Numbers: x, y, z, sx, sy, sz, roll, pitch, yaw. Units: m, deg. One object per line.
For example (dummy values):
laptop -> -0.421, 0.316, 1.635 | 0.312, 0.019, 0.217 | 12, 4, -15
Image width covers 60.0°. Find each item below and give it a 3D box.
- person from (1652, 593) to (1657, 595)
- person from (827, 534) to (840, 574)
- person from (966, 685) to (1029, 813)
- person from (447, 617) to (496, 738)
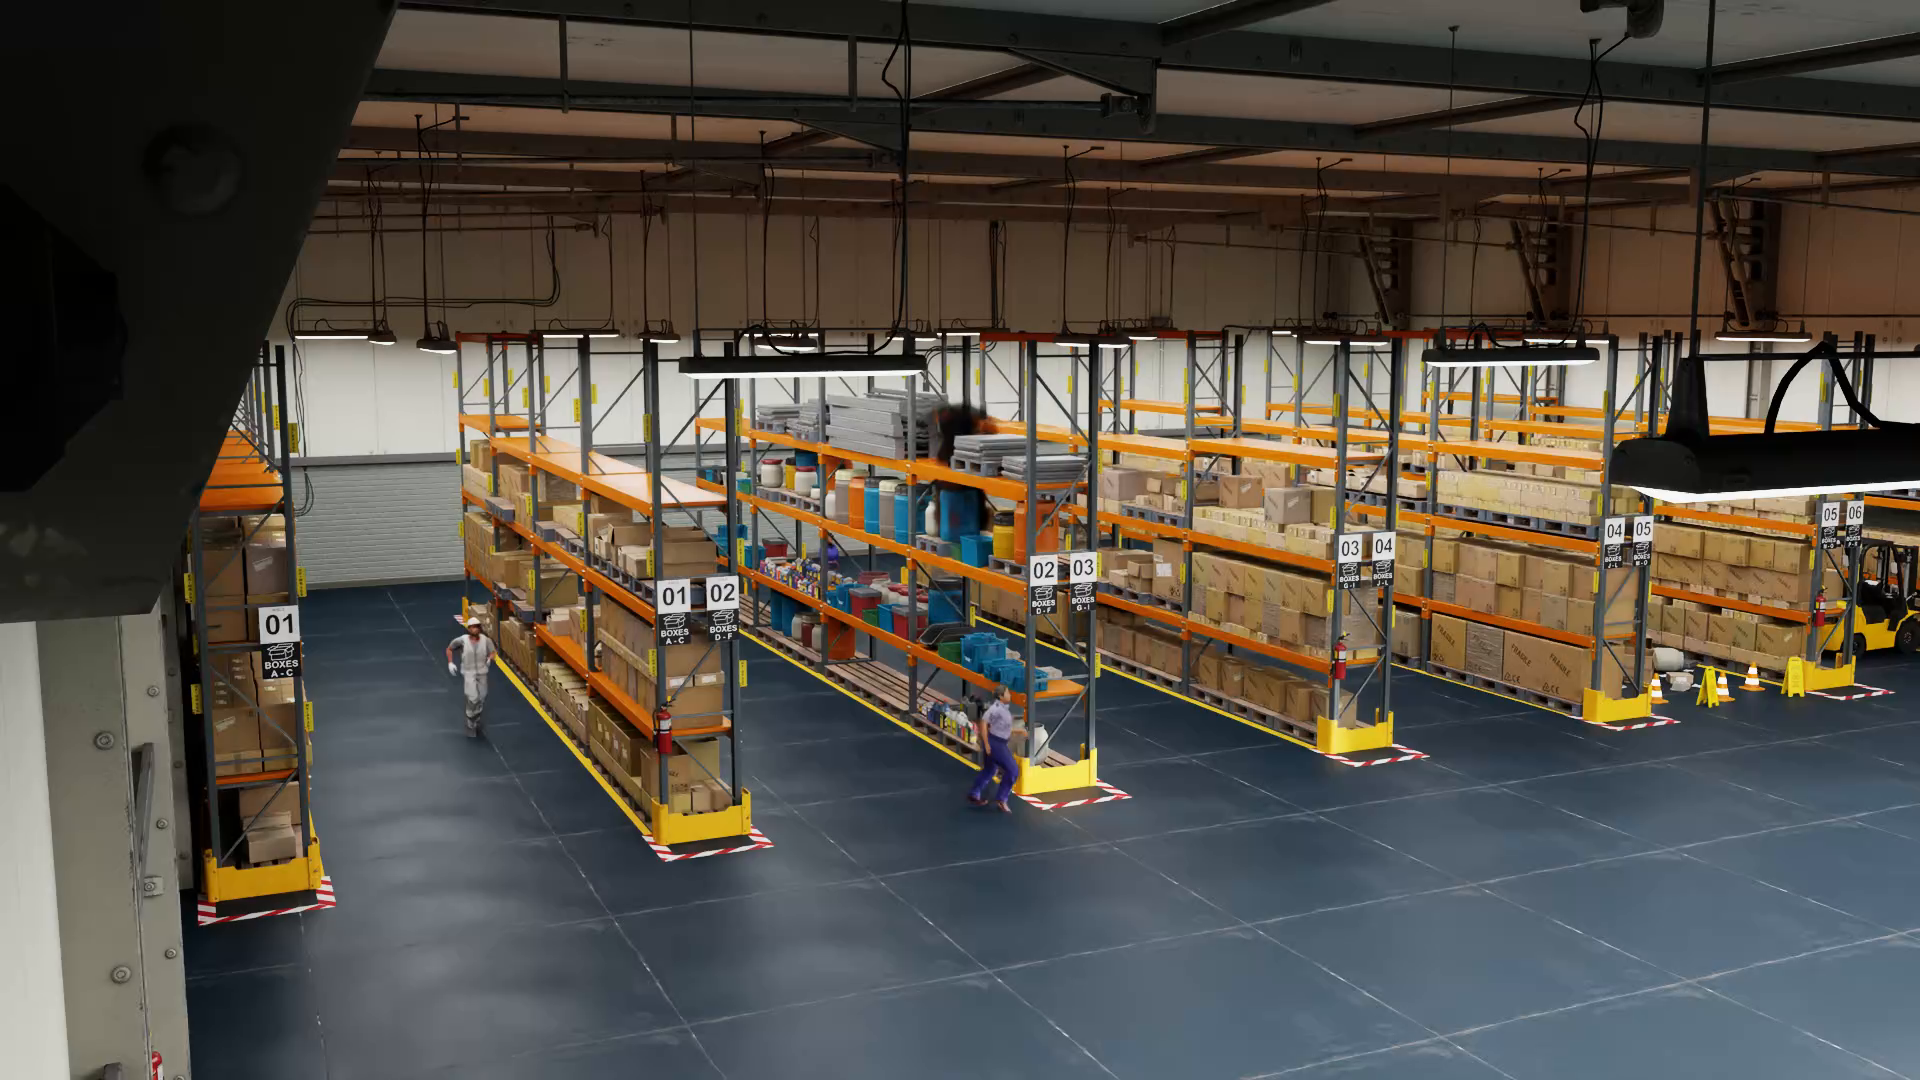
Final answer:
person -> 14.182, 0.972, 33.651 | 0.607, 1.739, 0.834 | -6, 10, -36
person -> -2.776, 0.713, 35.678 | 0.546, 1.711, 0.831 | -5, 9, -31
person -> 0.475, 2.686, 21.320 | 0.815, 1.668, 0.509 | 0, 8, 3
person -> -7.352, 2.083, 25.146 | 0.689, 1.855, 0.754 | -5, 9, -31
